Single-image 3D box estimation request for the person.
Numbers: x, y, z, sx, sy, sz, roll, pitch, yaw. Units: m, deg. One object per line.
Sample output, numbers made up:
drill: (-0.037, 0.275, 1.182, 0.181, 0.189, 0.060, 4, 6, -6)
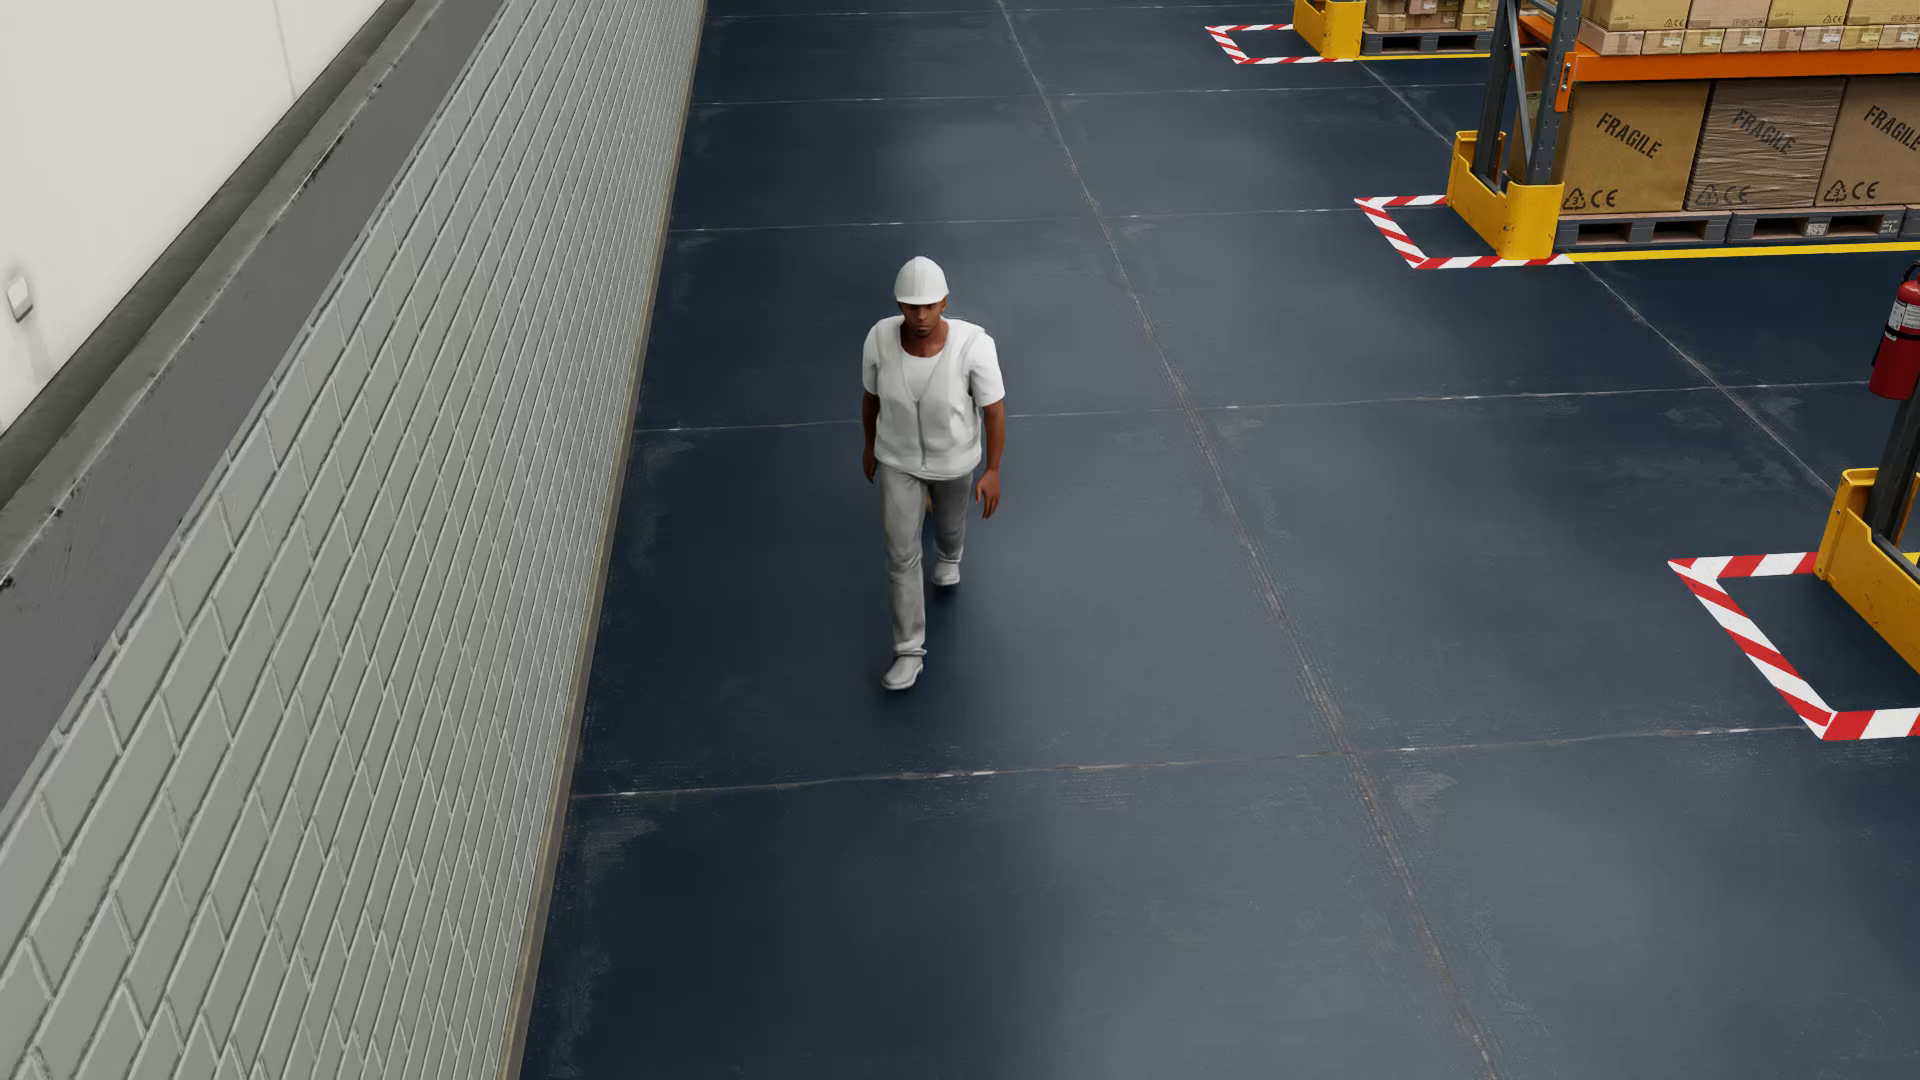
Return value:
person: (-0.117, -0.334, 6.693, 0.600, 1.717, 1.073, 2, 31, 3)
